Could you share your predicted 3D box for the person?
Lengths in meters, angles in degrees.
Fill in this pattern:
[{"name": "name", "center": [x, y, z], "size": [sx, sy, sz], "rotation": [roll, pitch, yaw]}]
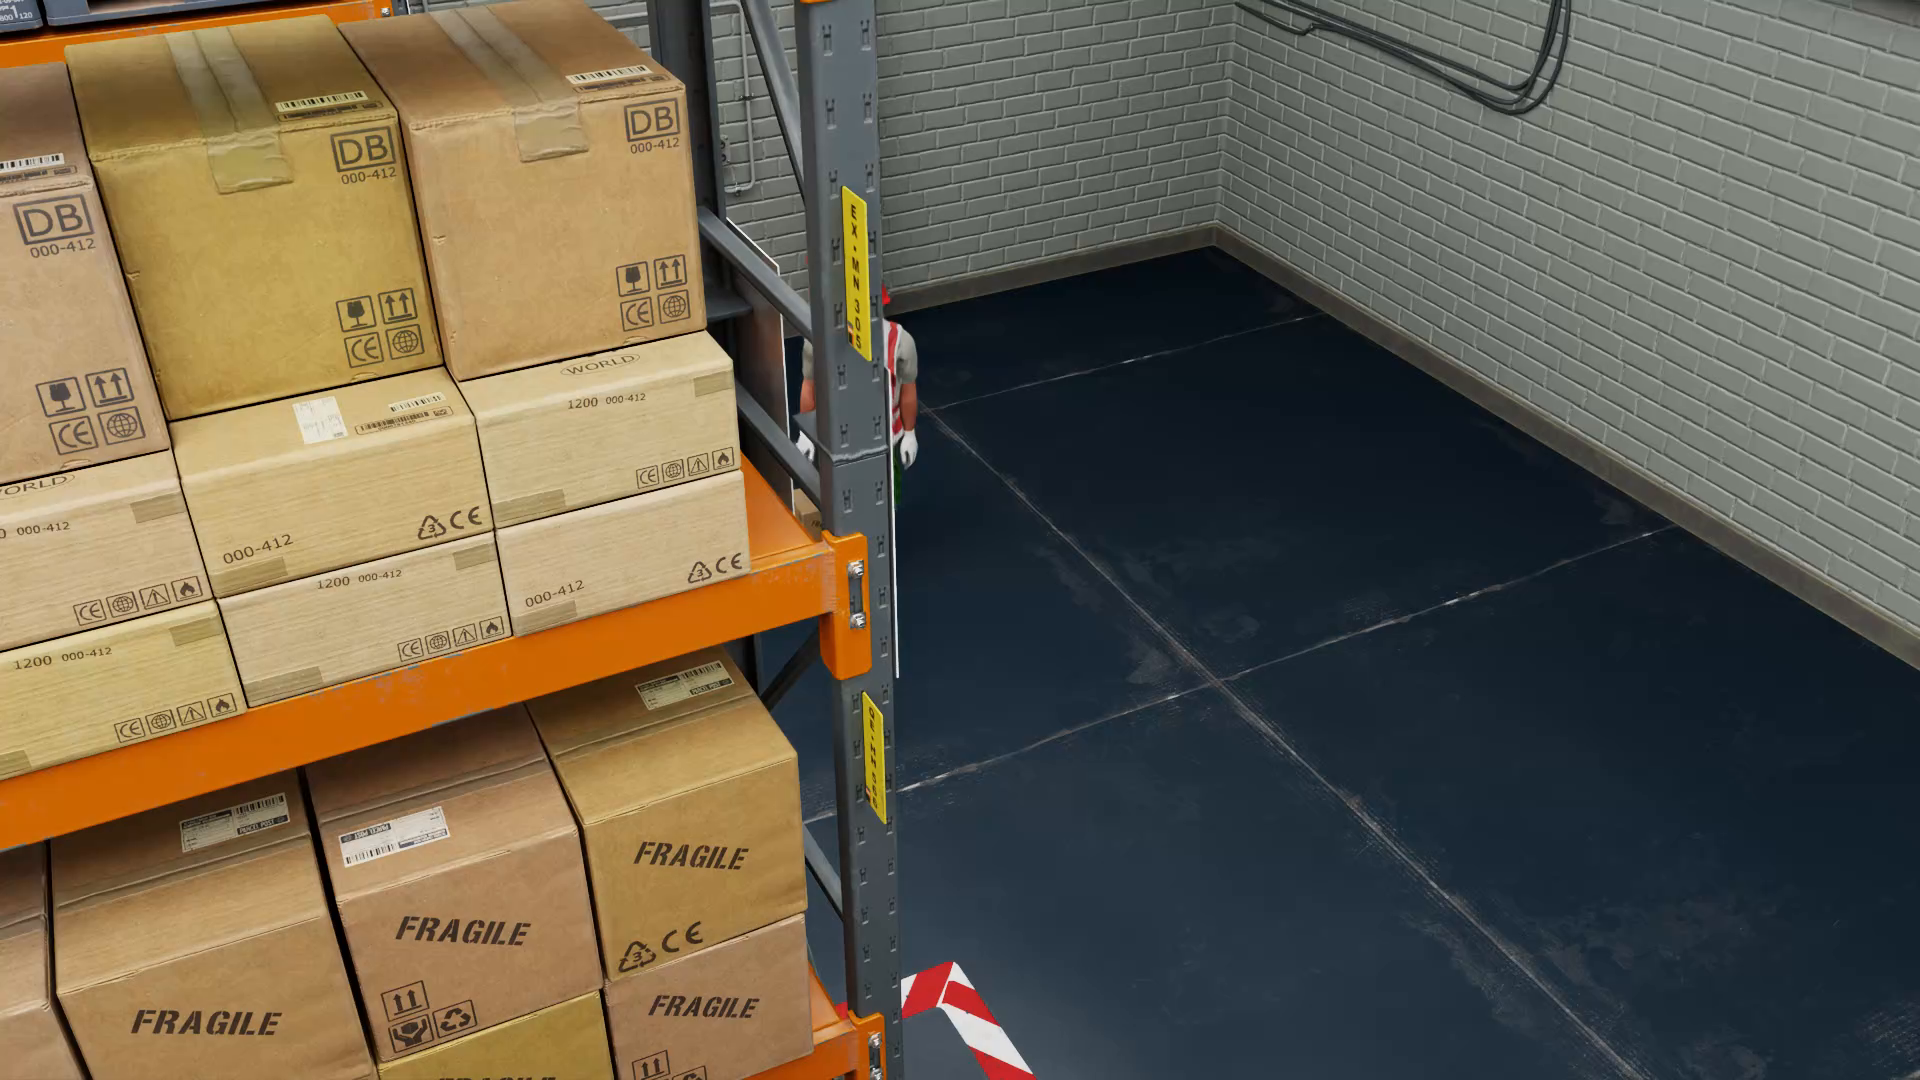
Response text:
[{"name": "person", "center": [-0.486, -0.513, 7.917], "size": [0.580, 1.776, 0.571], "rotation": [0, 33, -1]}]
